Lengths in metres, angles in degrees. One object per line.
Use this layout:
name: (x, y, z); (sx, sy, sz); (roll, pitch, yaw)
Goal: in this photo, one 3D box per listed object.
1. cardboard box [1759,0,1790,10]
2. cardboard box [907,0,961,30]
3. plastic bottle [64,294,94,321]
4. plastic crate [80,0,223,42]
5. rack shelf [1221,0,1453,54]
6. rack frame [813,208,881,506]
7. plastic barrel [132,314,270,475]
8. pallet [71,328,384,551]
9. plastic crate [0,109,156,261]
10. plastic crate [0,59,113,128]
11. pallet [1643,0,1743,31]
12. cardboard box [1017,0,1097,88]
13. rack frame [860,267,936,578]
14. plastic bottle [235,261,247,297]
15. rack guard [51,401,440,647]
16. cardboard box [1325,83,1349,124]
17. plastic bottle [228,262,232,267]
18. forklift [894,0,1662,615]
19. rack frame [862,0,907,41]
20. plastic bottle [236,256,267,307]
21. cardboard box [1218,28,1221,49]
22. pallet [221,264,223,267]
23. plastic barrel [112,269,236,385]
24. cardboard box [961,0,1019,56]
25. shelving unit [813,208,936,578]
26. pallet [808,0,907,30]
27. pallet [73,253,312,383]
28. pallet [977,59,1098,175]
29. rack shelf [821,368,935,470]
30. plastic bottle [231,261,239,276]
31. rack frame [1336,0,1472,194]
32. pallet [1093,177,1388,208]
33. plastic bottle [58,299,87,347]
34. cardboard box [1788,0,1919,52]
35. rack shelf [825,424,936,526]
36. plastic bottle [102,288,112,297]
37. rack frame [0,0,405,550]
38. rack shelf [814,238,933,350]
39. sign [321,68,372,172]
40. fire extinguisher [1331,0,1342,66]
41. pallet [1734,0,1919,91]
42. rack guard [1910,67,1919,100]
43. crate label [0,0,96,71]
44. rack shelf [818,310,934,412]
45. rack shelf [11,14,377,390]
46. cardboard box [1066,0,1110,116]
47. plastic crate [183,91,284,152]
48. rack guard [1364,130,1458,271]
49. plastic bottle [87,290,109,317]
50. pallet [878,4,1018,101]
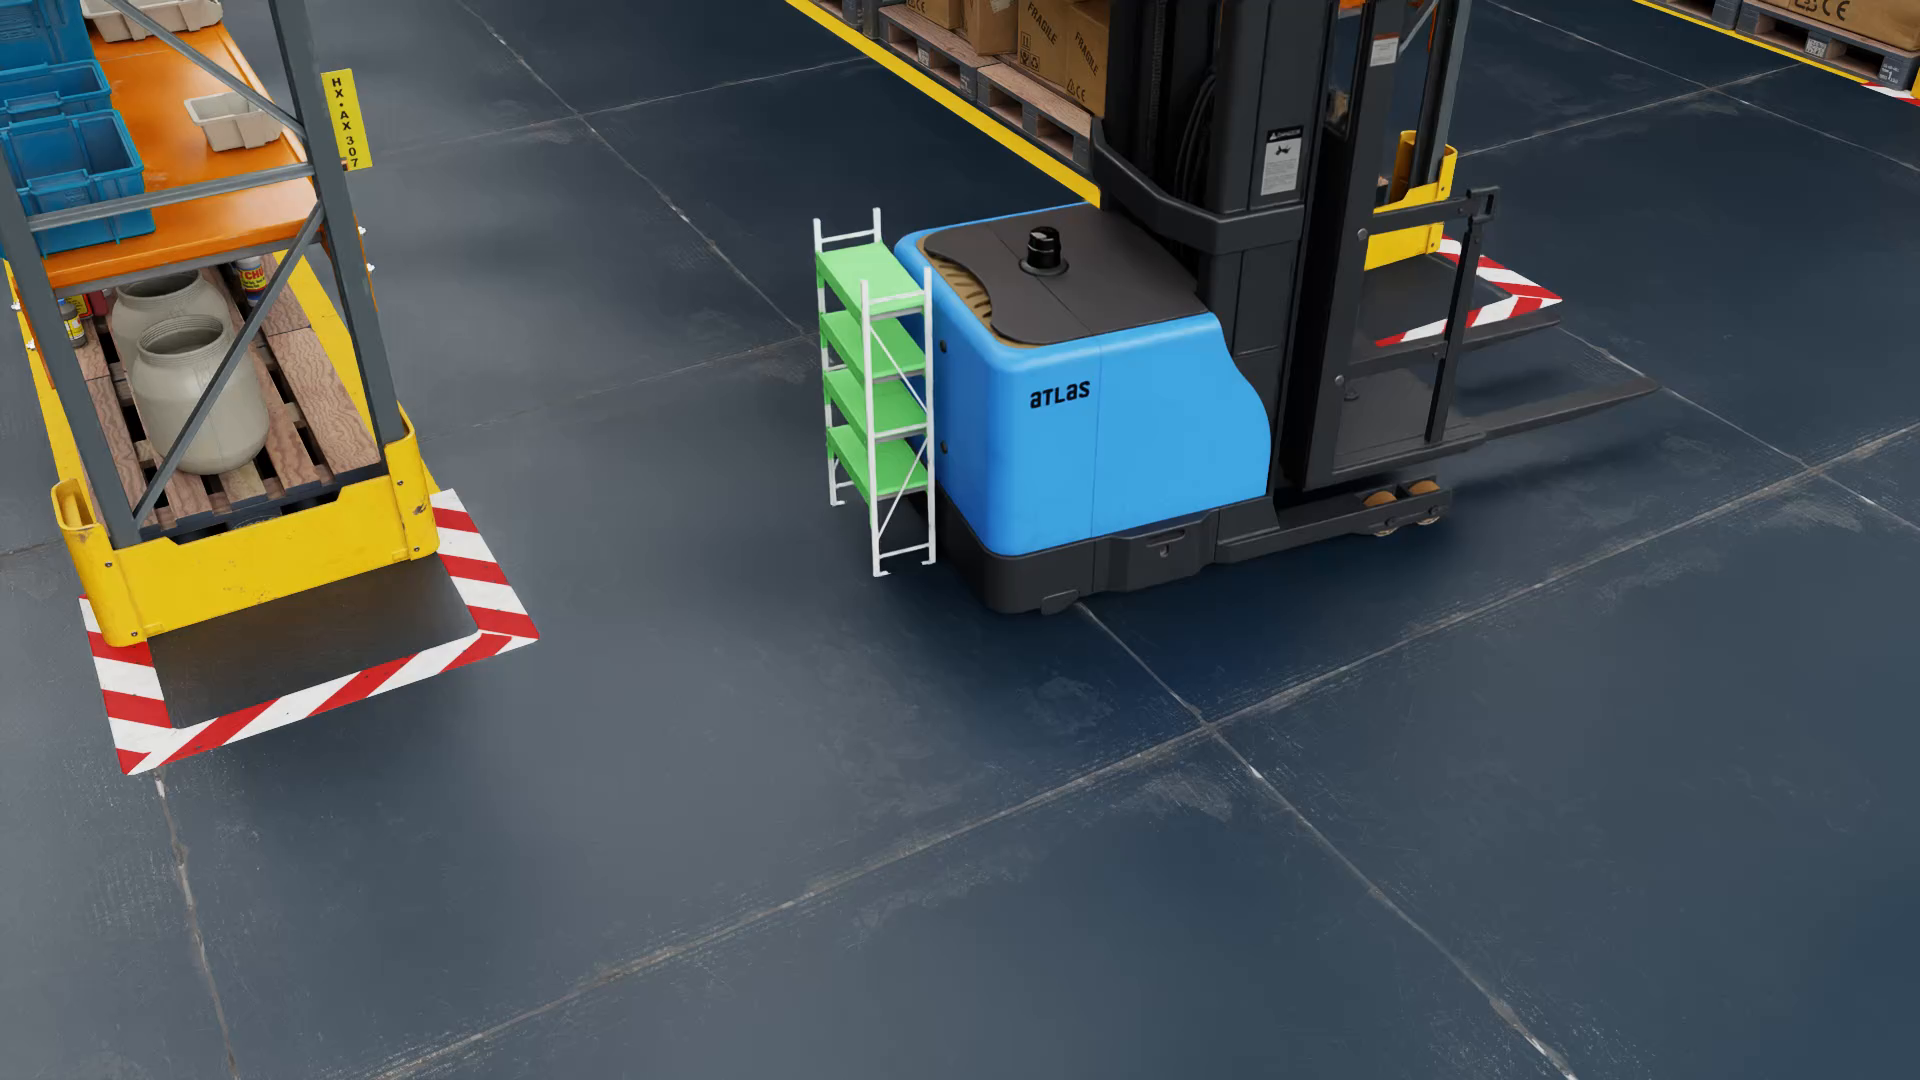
cardboard box: (5.345, -4.034, 10.676); (0.875, 0.875, 0.875); (-20, 40, -25)
cardboard box: (0.004, -3.515, 10.282); (0.500, 0.500, 0.500); (-20, 41, -25)
plastic bottle: (-3.840, -1.084, 7.127); (0.152, 0.276, 0.135); (-19, 40, -24)
plastic crate: (-3.410, -2.243, 7.002); (0.530, 0.136, 0.437); (-19, 40, -24)
rack shelf: (0.843, -3.260, 8.780); (1.077, 0.370, 4.000); (-19, 40, -24)
rack frame: (-0.390, -0.645, 6.114); (0.240, 1.200, 0.015); (-14, 38, -18)
plastic barrel: (-2.832, -0.541, 6.200); (0.421, 0.512, 0.421); (0, 36, 0)
pallet: (-2.917, -0.377, 6.588); (1.003, 0.211, 1.213); (-19, 40, -24)
plastic crate: (-2.945, -1.169, 5.434); (0.499, 0.251, 0.616); (-19, 40, -24)
plastic crate: (-3.267, -1.502, 5.889); (0.499, 0.251, 0.408); (-19, 40, -24)
pallet: (5.109, -3.829, 11.313); (1.003, 0.211, 1.213); (-19, 40, -24)
cardboard box: (0.678, -2.931, 9.484); (0.500, 0.500, 0.500); (-23, 42, -28)
rack frame: (-0.206, -0.378, 5.749); (0.240, 1.200, 0.015); (-14, 38, -18)
plastic bottle: (-3.129, -1.180, 7.322); (0.097, 0.201, 0.097); (0, 36, 0)
rack guard: (-2.514, -0.078, 5.933); (1.175, 0.500, 0.348); (-19, 40, -24)
cardboard box: (1.548, -2.014, 8.228); (0.500, 0.500, 0.500); (-12, 38, -16)
plastic bottle: (-3.299, -1.381, 7.538); (0.097, 0.271, 0.097); (0, 36, 0)
forklift: (1.318, -1.473, 5.782); (3.031, 2.935, 1.130); (-14, 38, -18)
rack frame: (-0.162, -4.570, 9.964); (1.000, 3.000, 0.127); (-19, 40, -24)
plastic bottle: (-3.076, -1.156, 7.229); (0.097, 0.271, 0.097); (0, 36, 0)
cardboard box: (1.218, -2.309, 8.631); (0.500, 0.500, 0.500); (-9, 37, -12)
pallet: (-4.143, -1.622, 8.291); (1.003, 0.211, 1.213); (-19, 40, -24)
plastic barrel: (-3.084, -0.796, 6.550); (0.421, 0.512, 0.421); (0, 36, 0)
cardboard box: (0.299, -3.225, 9.885); (0.500, 0.500, 0.500); (-7, 37, -9)
shelving unit: (-0.298, -0.511, 5.932); (0.258, 1.200, 0.503); (-14, 38, -18)
pallet: (-0.555, -3.841, 11.330); (1.003, 0.211, 1.213); (-19, 40, -24)
pallet: (-3.526, -0.999, 7.439); (1.003, 0.211, 1.213); (-19, 40, -24)
pallet: (0.823, -2.489, 9.479); (1.003, 0.211, 1.213); (-19, 40, -24)
rack shelf: (-0.298, -0.460, 5.970); (0.258, 0.148, 0.480); (-14, 38, -18)
plastic bottle: (-3.249, -1.330, 7.468); (0.097, 0.271, 0.097); (0, 36, 0)
rack frame: (1.847, -2.530, 7.171); (1.000, 3.000, 0.127); (-19, 40, -24)
pallet: (1.432, -1.868, 8.628); (1.003, 0.211, 1.213); (-19, 40, -24)
plastic bottle: (-3.737, -0.917, 6.962); (0.097, 0.201, 0.097); (0, 36, 0)
cardboard box: (5.789, -3.586, 10.063); (0.875, 0.875, 0.875); (-19, 40, -24)
rack shelf: (-0.297, -0.266, 6.111); (0.258, 0.148, 0.480); (-14, 38, -18)
plastic bottle: (-3.811, -1.171, 7.309); (0.097, 0.201, 0.097); (0, 36, 0)
rack frame: (-2.435, -1.063, 5.162); (1.000, 3.000, 0.127); (-19, 40, -24)
rack shelf: (-0.300, -0.847, 5.686); (0.258, 0.148, 0.480); (-14, 38, -18)
sign: (-1.957, -1.335, 5.300); (0.100, 0.325, 0.005); (-19, 40, -24)
fire extinguisher: (1.507, -2.304, 6.927); (0.296, 0.674, 0.183); (-19, 40, -24)
pallet: (5.717, -3.207, 10.462); (1.003, 0.211, 1.213); (-19, 40, -24)
rack guard: (6.199, -2.927, 9.834); (1.175, 0.500, 0.348); (-19, 40, -24)
crate label: (-3.594, -1.935, 6.327); (0.502, 0.435, 0.616); (-19, 40, -24)
rack shelf: (-0.299, -0.653, 5.828); (0.258, 0.148, 0.480); (-14, 38, -18)
rack shelf: (-3.440, -1.792, 6.770); (1.077, 0.370, 4.000); (-19, 40, -24)
cardboard box: (0.920, -2.634, 9.076); (0.500, 0.500, 0.500); (-15, 39, -20)
plastic crate: (-2.606, -1.508, 5.995); (0.298, 0.136, 0.250); (-19, 40, -24)
rack guard: (1.809, -1.560, 7.962); (1.175, 0.500, 0.348); (-19, 40, -24)
plastic bottle: (-3.748, -1.119, 7.168); (0.061, 0.283, 0.133); (-19, 40, -24)
pallet: (0.206, -3.112, 10.332); (1.003, 0.211, 1.213); (-19, 40, -24)
